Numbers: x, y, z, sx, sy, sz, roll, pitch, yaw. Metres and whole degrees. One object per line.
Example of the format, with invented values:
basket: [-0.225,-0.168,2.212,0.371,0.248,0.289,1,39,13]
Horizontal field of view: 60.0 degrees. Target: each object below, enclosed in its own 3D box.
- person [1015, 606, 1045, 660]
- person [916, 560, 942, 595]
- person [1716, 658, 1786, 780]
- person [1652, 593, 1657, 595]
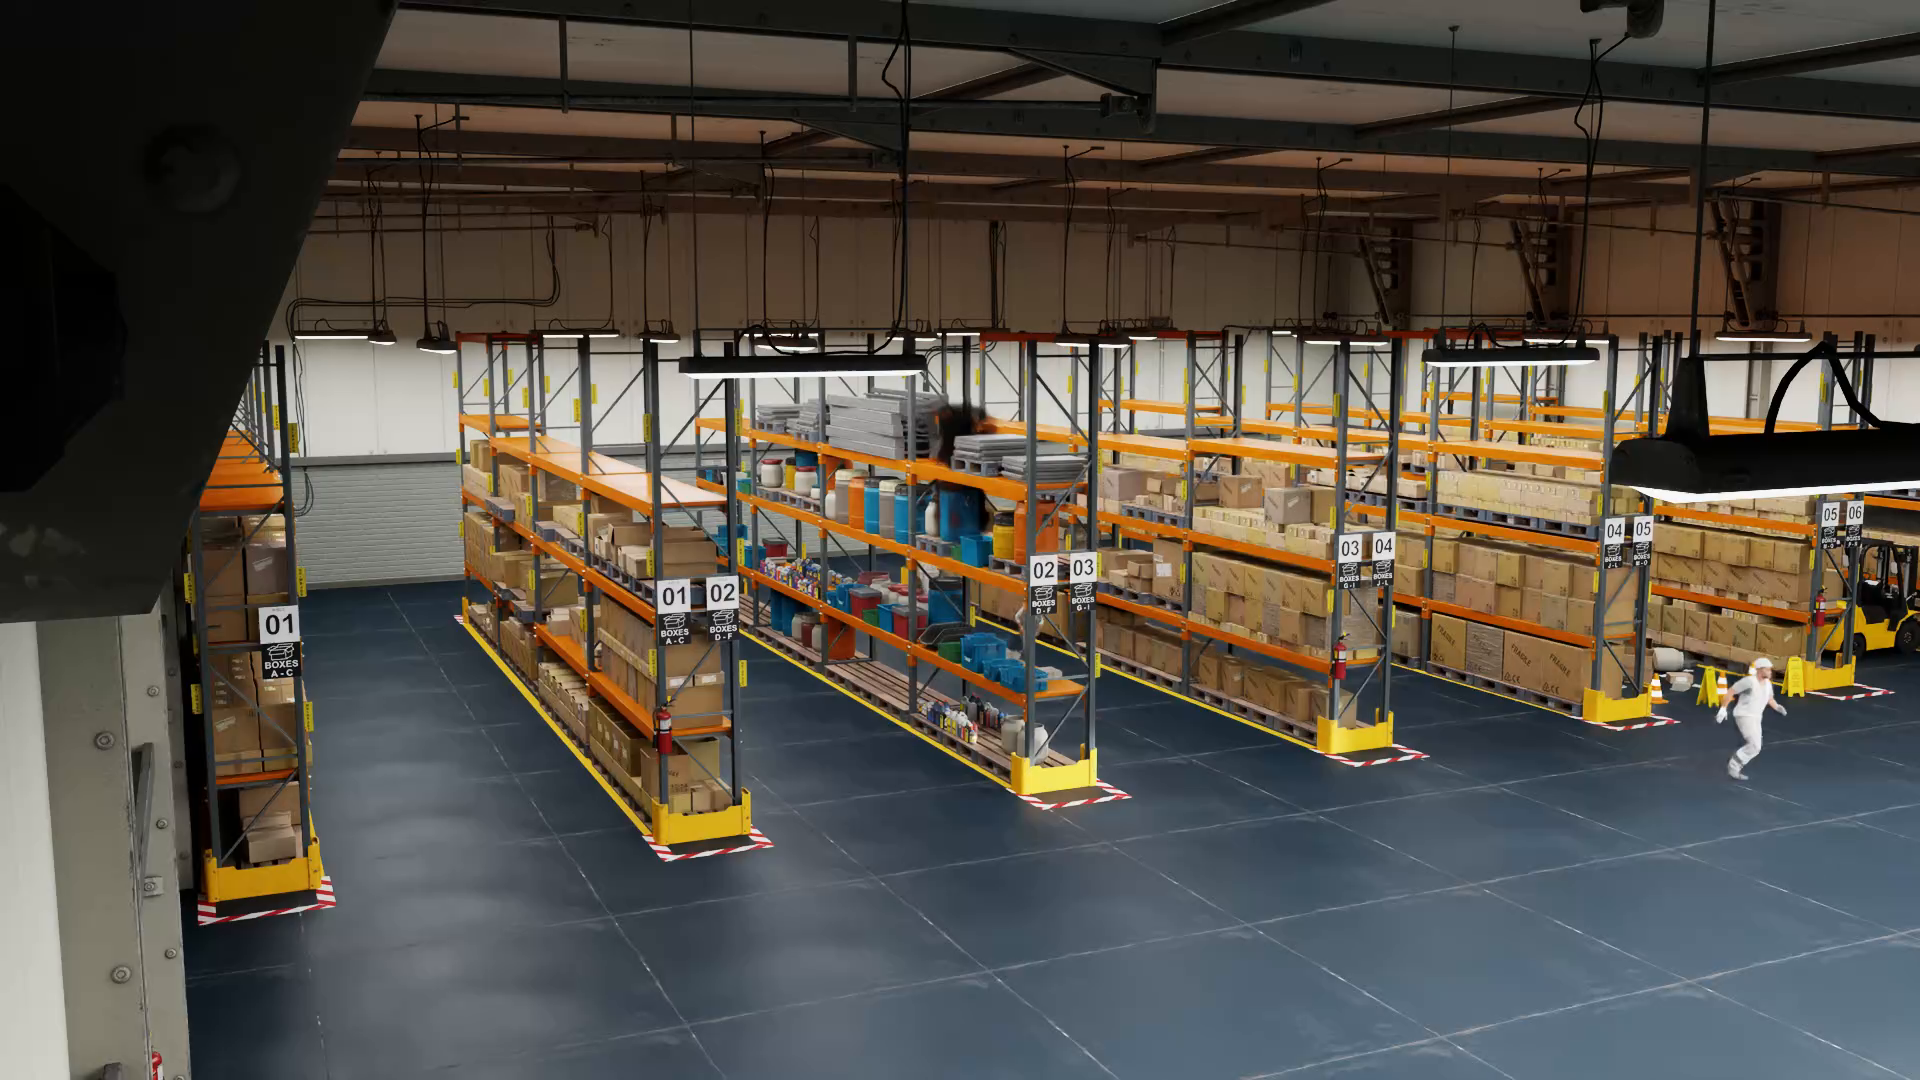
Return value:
person: [1.132,1.586,28.106,0.529,1.468,0.885,-4,8,-25]
person: [-0.612,0.823,34.468,0.636,1.820,0.736,-4,9,-26]
person: [10.870,2.452,22.718,0.862,1.674,0.653,-6,10,-36]
person: [14.421,0.929,34.085,0.560,1.698,0.804,-5,9,-35]
